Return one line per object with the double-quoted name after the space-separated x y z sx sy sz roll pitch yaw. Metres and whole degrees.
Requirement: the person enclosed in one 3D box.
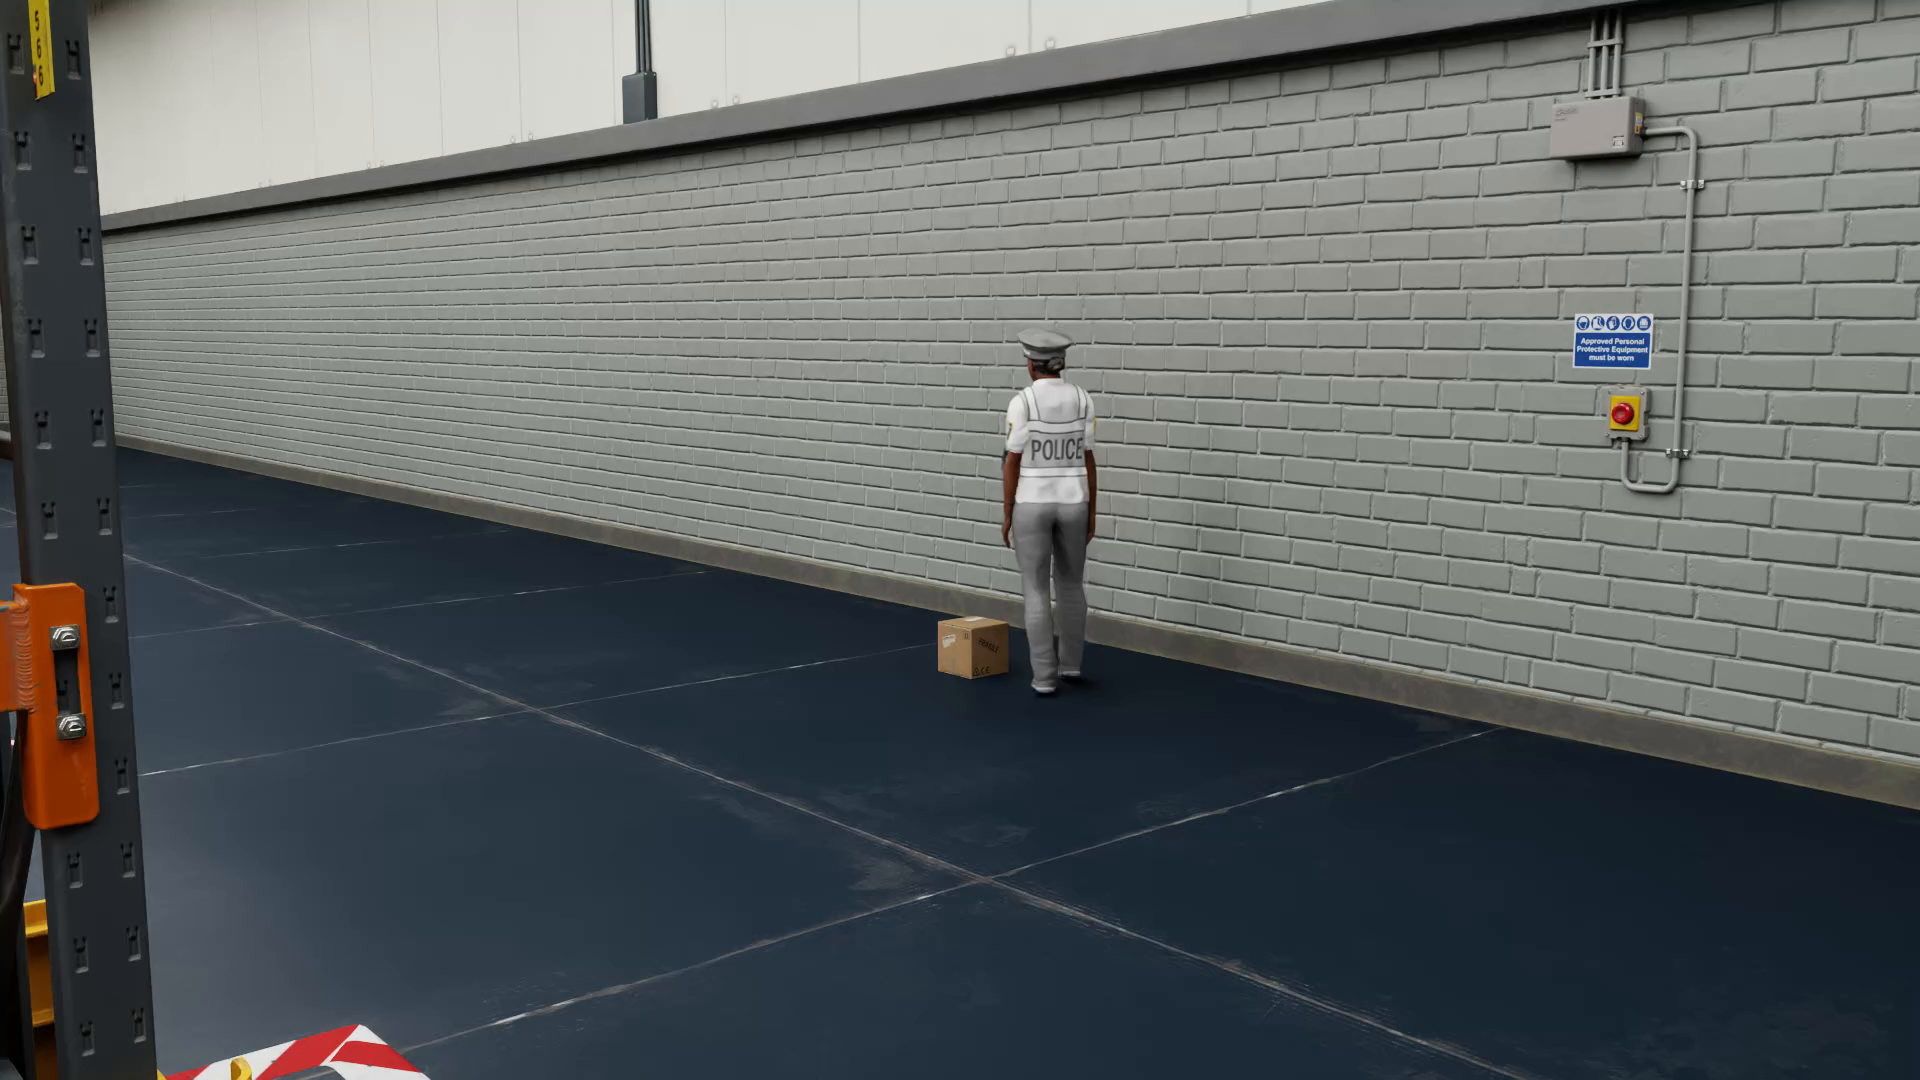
0.396 -0.142 7.763 0.512 1.689 0.526 -3 8 -20 "person"
